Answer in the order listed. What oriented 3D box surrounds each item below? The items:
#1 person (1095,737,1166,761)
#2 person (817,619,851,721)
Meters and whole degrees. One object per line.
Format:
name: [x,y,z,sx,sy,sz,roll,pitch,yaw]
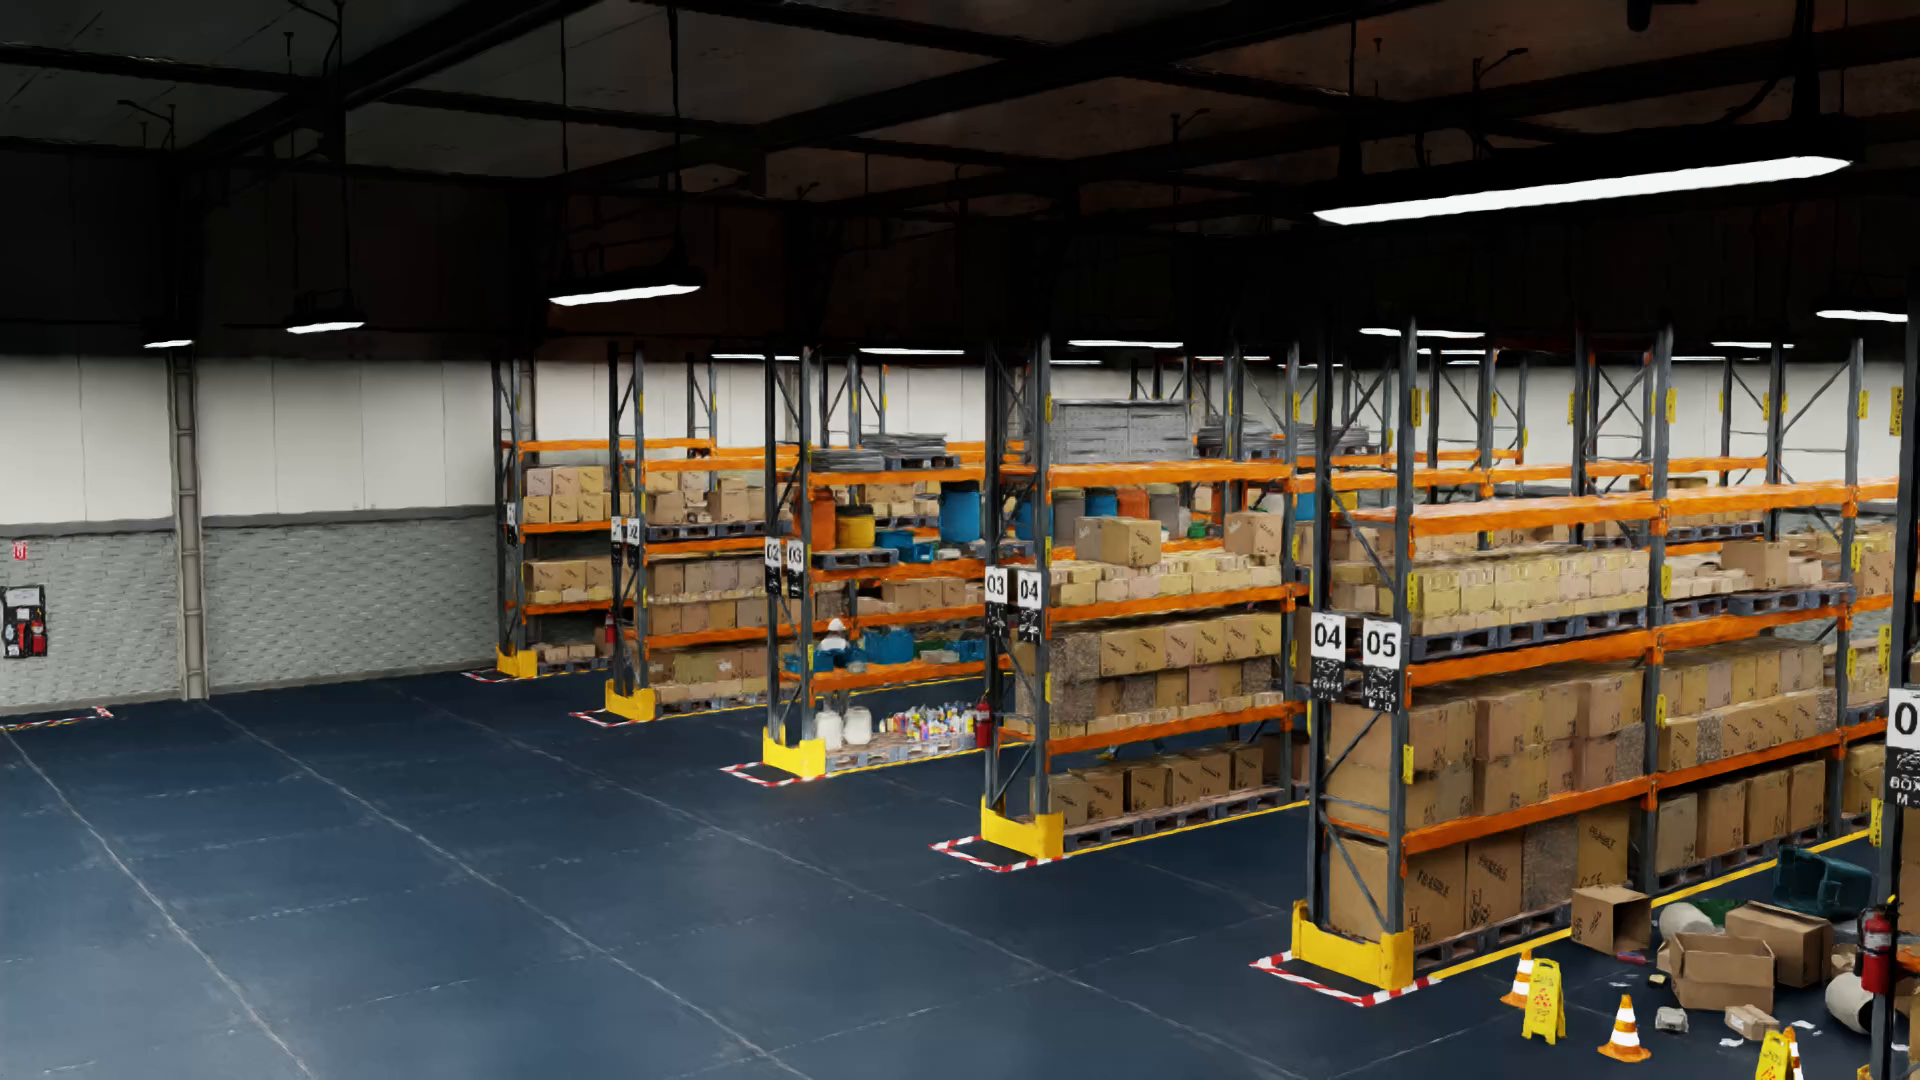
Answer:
person: [2.428,2.262,23.273,1.041,1.708,0.570,-3,6,-28]
person: [-1.874,2.062,25.109,0.626,1.768,0.576,-1,5,-10]
